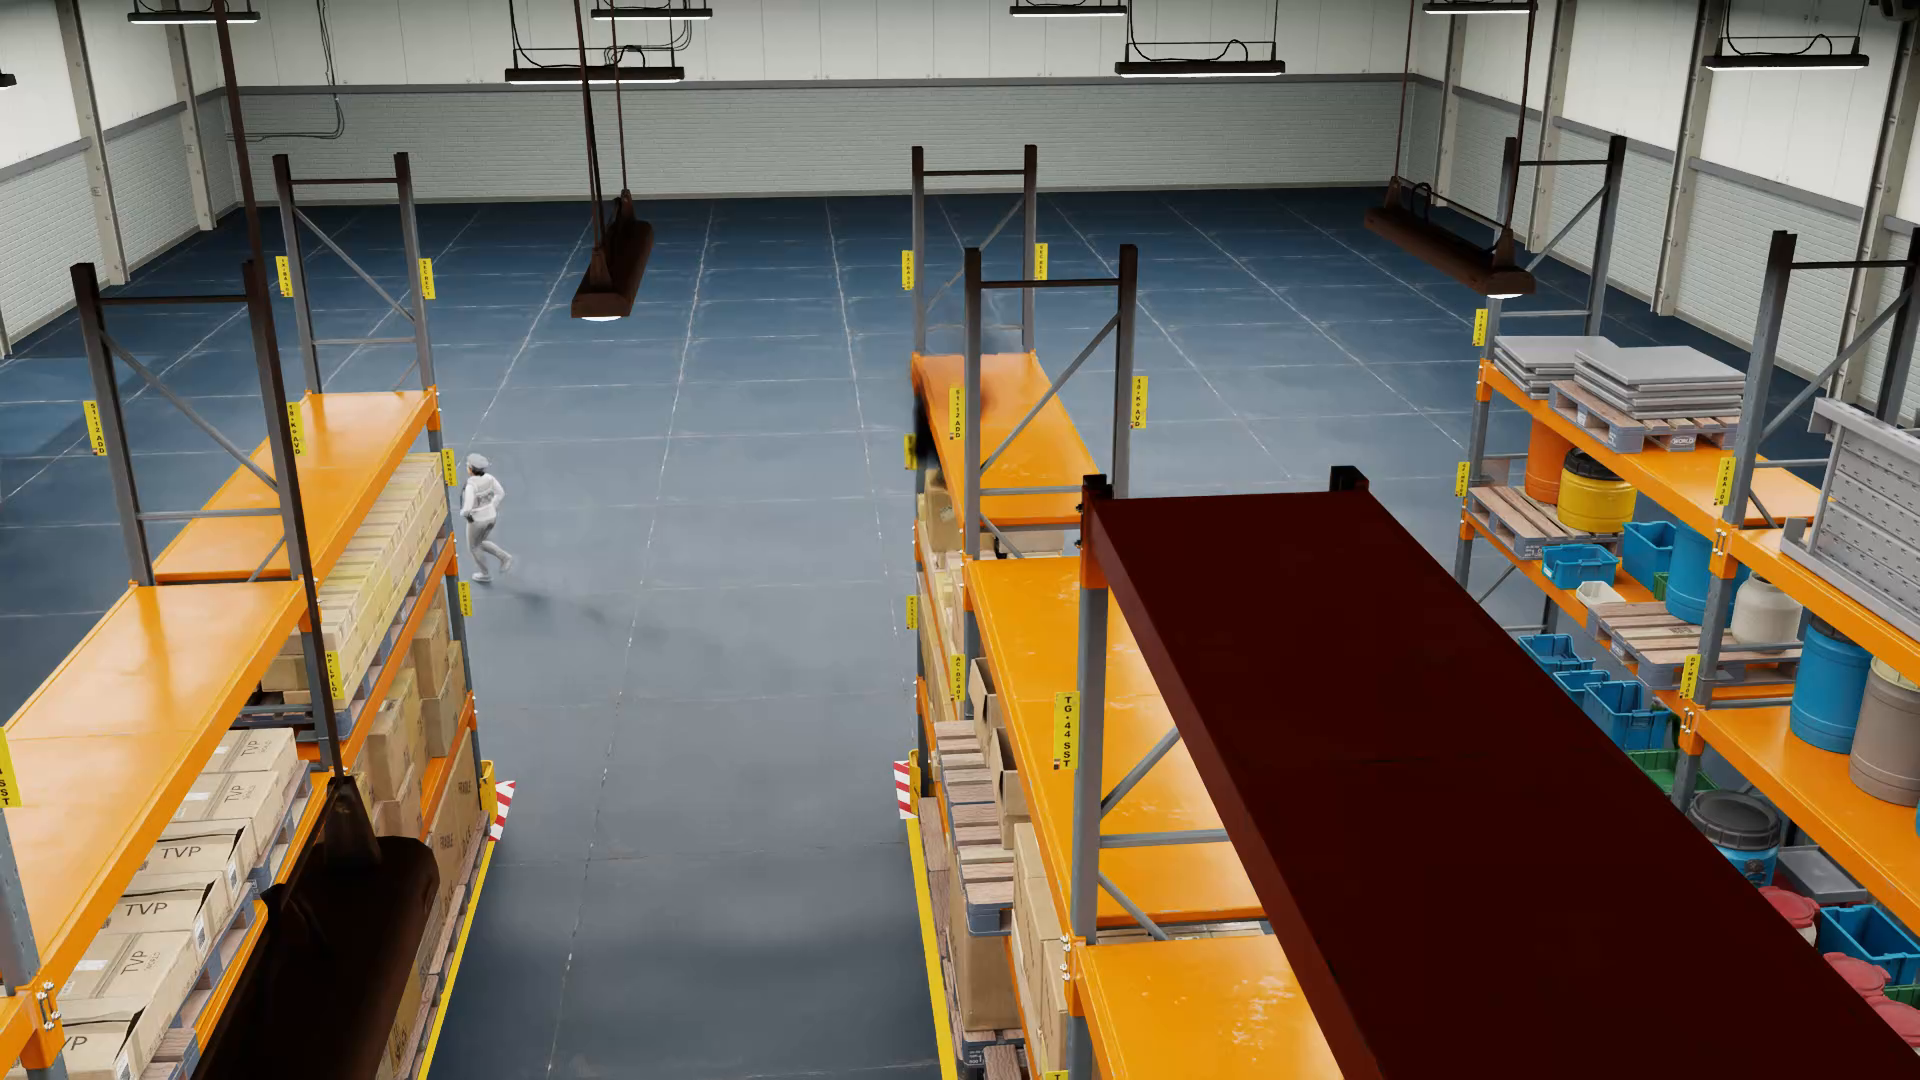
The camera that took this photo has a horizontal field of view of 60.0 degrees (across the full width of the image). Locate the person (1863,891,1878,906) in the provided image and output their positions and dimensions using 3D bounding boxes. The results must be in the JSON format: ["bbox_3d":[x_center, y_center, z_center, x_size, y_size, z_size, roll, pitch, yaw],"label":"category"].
[{"bbox_3d":[6.990,2.529,12.890,0.581,1.694,0.876,-4,22,-10],"label":"person"}]

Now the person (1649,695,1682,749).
[{"bbox_3d":[6.586,1.543,15.272,0.640,1.830,0.797,-8,23,-19],"label":"person"}]

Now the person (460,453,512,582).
[{"bbox_3d":[-5.741,-0.249,20.037,0.567,1.646,0.629,10,24,23],"label":"person"}]
